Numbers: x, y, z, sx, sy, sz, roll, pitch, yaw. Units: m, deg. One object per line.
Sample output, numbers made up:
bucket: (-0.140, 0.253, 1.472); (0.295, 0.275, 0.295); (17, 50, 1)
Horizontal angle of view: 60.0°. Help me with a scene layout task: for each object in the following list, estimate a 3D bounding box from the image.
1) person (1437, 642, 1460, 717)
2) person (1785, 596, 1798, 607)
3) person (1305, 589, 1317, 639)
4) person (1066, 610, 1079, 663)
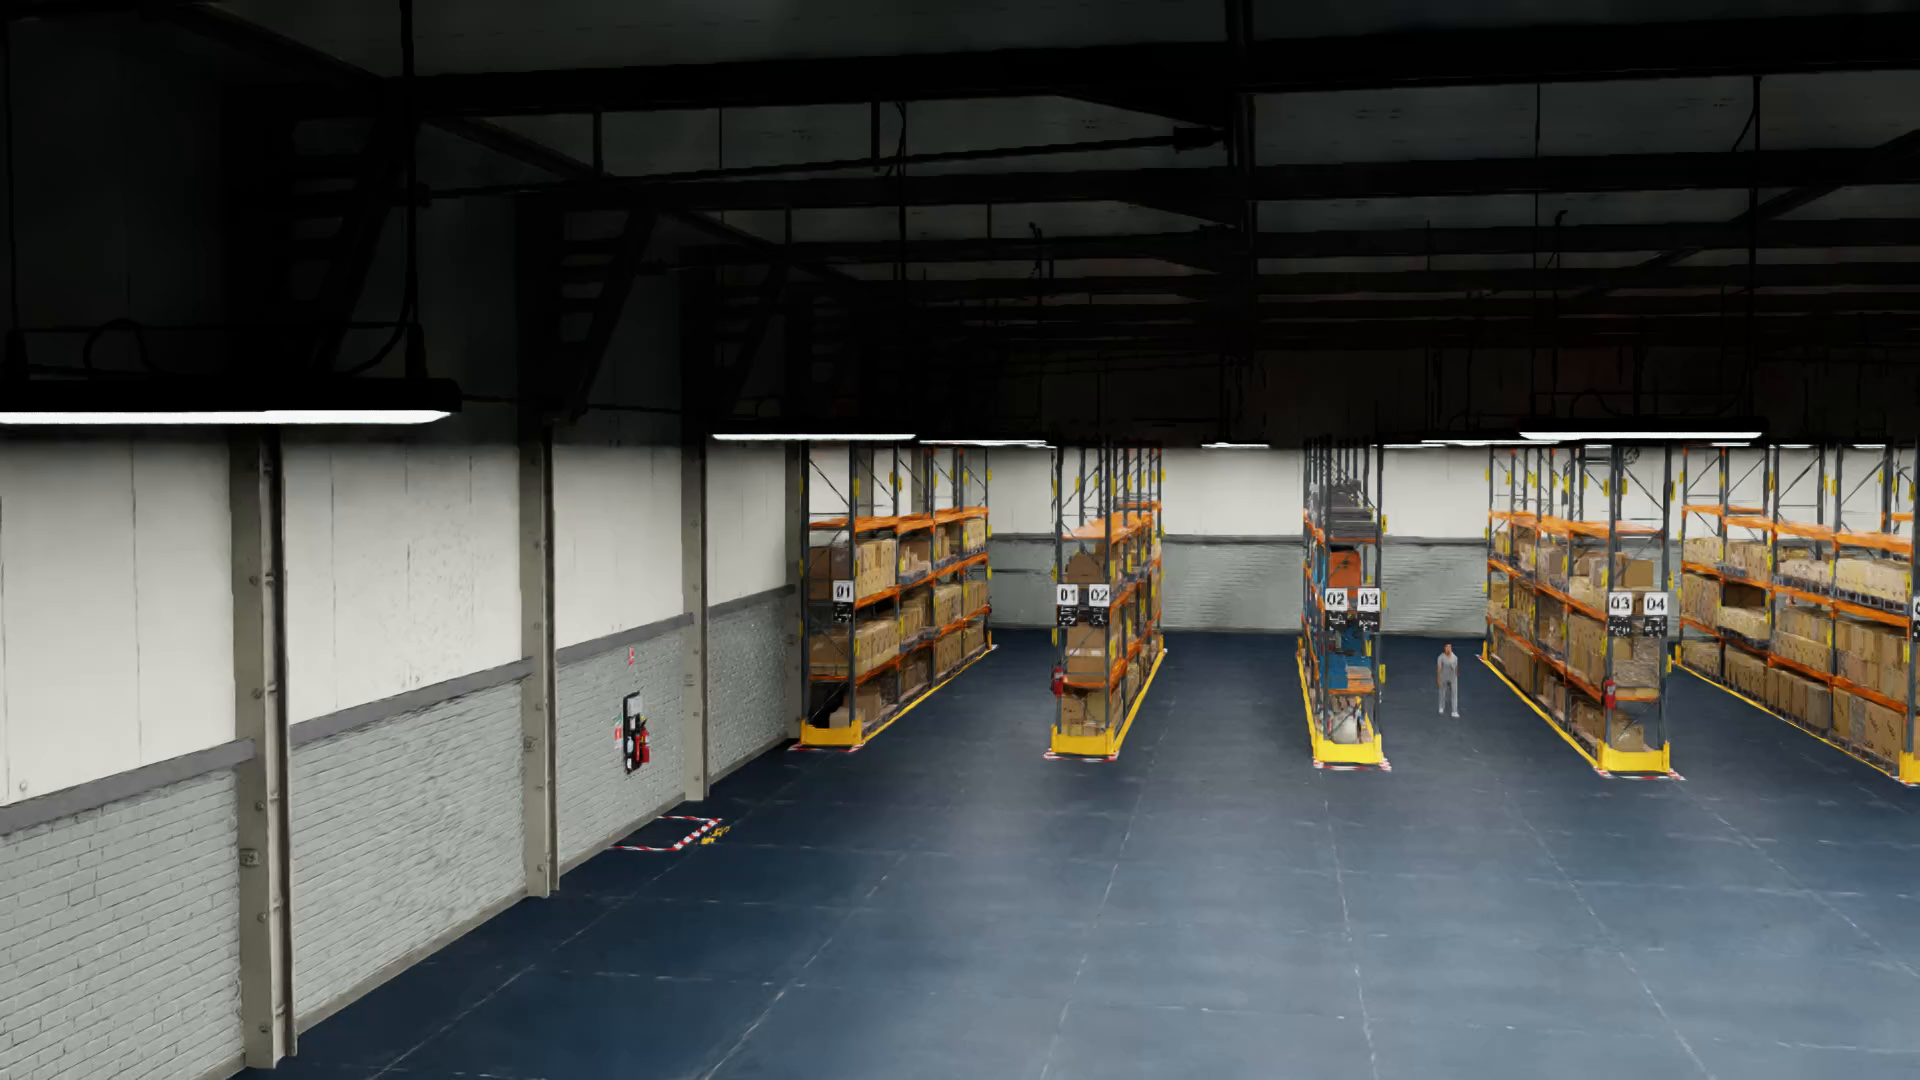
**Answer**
person: (10.480, 2.970, 35.755); (0.449, 1.585, 1.097); (0, 3, 9)
person: (23.157, 2.380, 46.257); (0.481, 1.653, 0.570); (-1, 3, -22)
person: (10.668, 2.224, 49.894); (0.534, 1.598, 0.938); (2, 4, 31)
person: (2.979, 2.431, 44.067); (0.494, 1.786, 0.606); (3, 4, 40)
